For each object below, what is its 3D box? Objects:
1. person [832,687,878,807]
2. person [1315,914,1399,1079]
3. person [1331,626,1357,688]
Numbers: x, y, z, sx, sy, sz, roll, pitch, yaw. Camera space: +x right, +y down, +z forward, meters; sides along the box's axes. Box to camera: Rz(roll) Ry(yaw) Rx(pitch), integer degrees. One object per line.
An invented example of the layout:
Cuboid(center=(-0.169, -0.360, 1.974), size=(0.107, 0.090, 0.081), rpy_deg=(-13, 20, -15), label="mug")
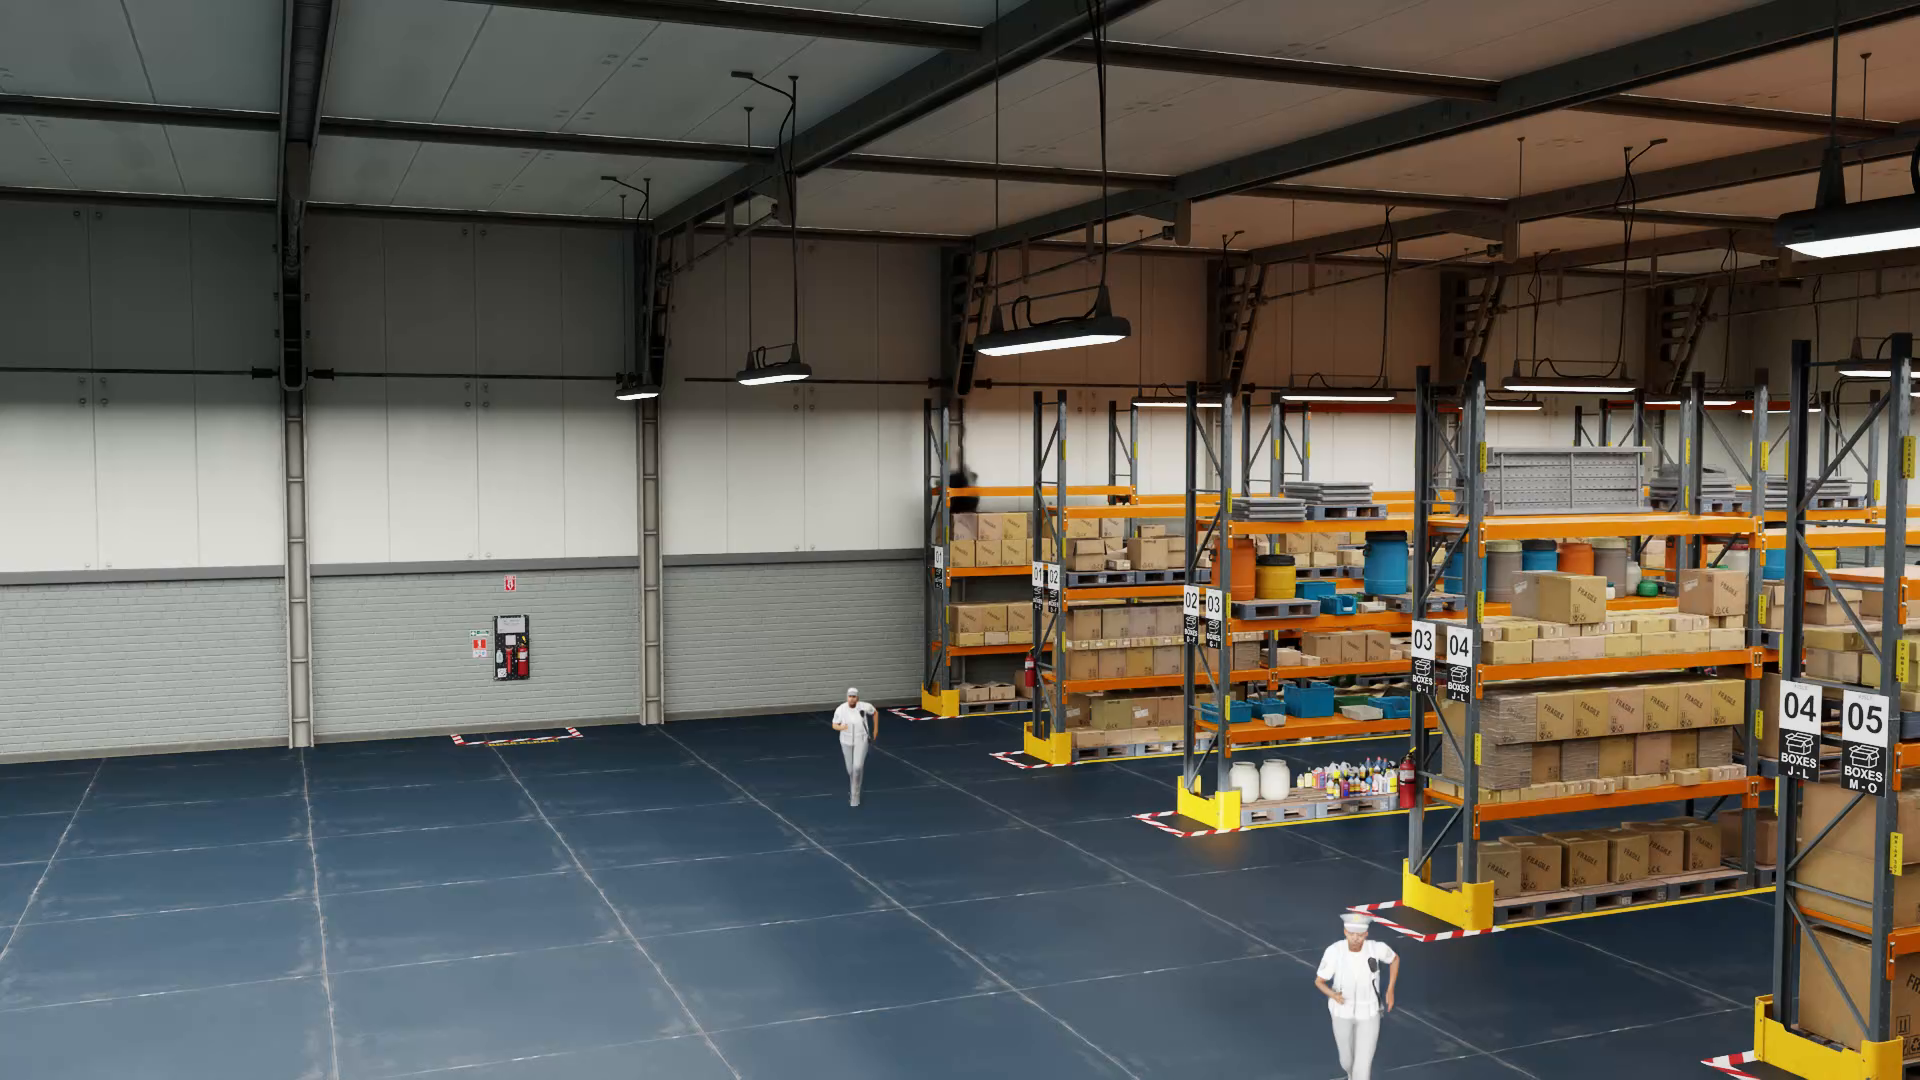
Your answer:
Cuboid(center=(-1.506, 2.943, 23.861), size=(0.626, 1.705, 0.830), rpy_deg=(0, 3, 3), label="person")
Cuboid(center=(3.001, 3.607, 12.576), size=(0.606, 1.718, 0.928), rpy_deg=(1, 4, 16), label="person")
Cuboid(center=(7.444, 2.386, 32.024), size=(0.735, 1.844, 0.631), rpy_deg=(-2, 4, -26), label="person")
